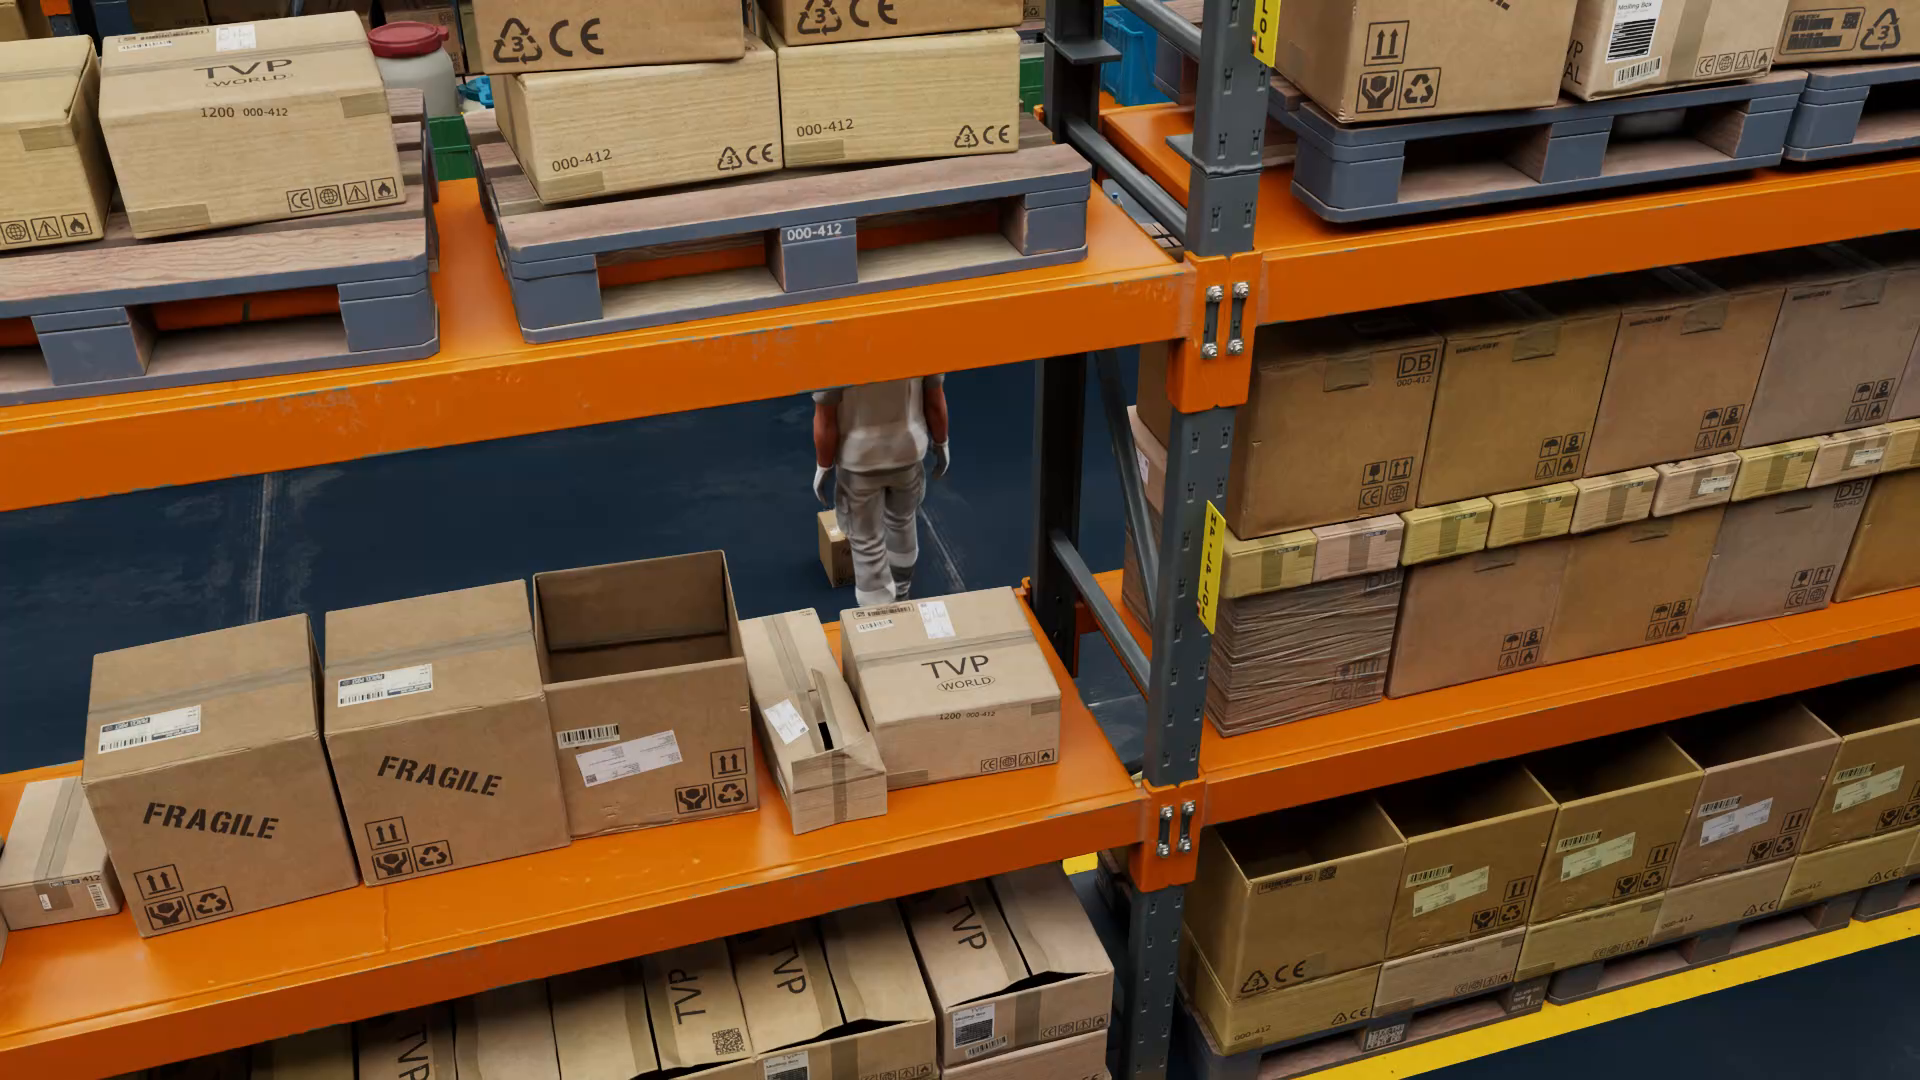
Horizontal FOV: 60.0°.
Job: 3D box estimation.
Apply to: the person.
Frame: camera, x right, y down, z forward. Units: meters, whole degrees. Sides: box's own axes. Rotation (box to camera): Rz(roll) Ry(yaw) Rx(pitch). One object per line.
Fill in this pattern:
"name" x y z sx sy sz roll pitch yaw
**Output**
"person" -0.372 -0.436 6.755 0.562 1.779 0.701 -11 35 -16
